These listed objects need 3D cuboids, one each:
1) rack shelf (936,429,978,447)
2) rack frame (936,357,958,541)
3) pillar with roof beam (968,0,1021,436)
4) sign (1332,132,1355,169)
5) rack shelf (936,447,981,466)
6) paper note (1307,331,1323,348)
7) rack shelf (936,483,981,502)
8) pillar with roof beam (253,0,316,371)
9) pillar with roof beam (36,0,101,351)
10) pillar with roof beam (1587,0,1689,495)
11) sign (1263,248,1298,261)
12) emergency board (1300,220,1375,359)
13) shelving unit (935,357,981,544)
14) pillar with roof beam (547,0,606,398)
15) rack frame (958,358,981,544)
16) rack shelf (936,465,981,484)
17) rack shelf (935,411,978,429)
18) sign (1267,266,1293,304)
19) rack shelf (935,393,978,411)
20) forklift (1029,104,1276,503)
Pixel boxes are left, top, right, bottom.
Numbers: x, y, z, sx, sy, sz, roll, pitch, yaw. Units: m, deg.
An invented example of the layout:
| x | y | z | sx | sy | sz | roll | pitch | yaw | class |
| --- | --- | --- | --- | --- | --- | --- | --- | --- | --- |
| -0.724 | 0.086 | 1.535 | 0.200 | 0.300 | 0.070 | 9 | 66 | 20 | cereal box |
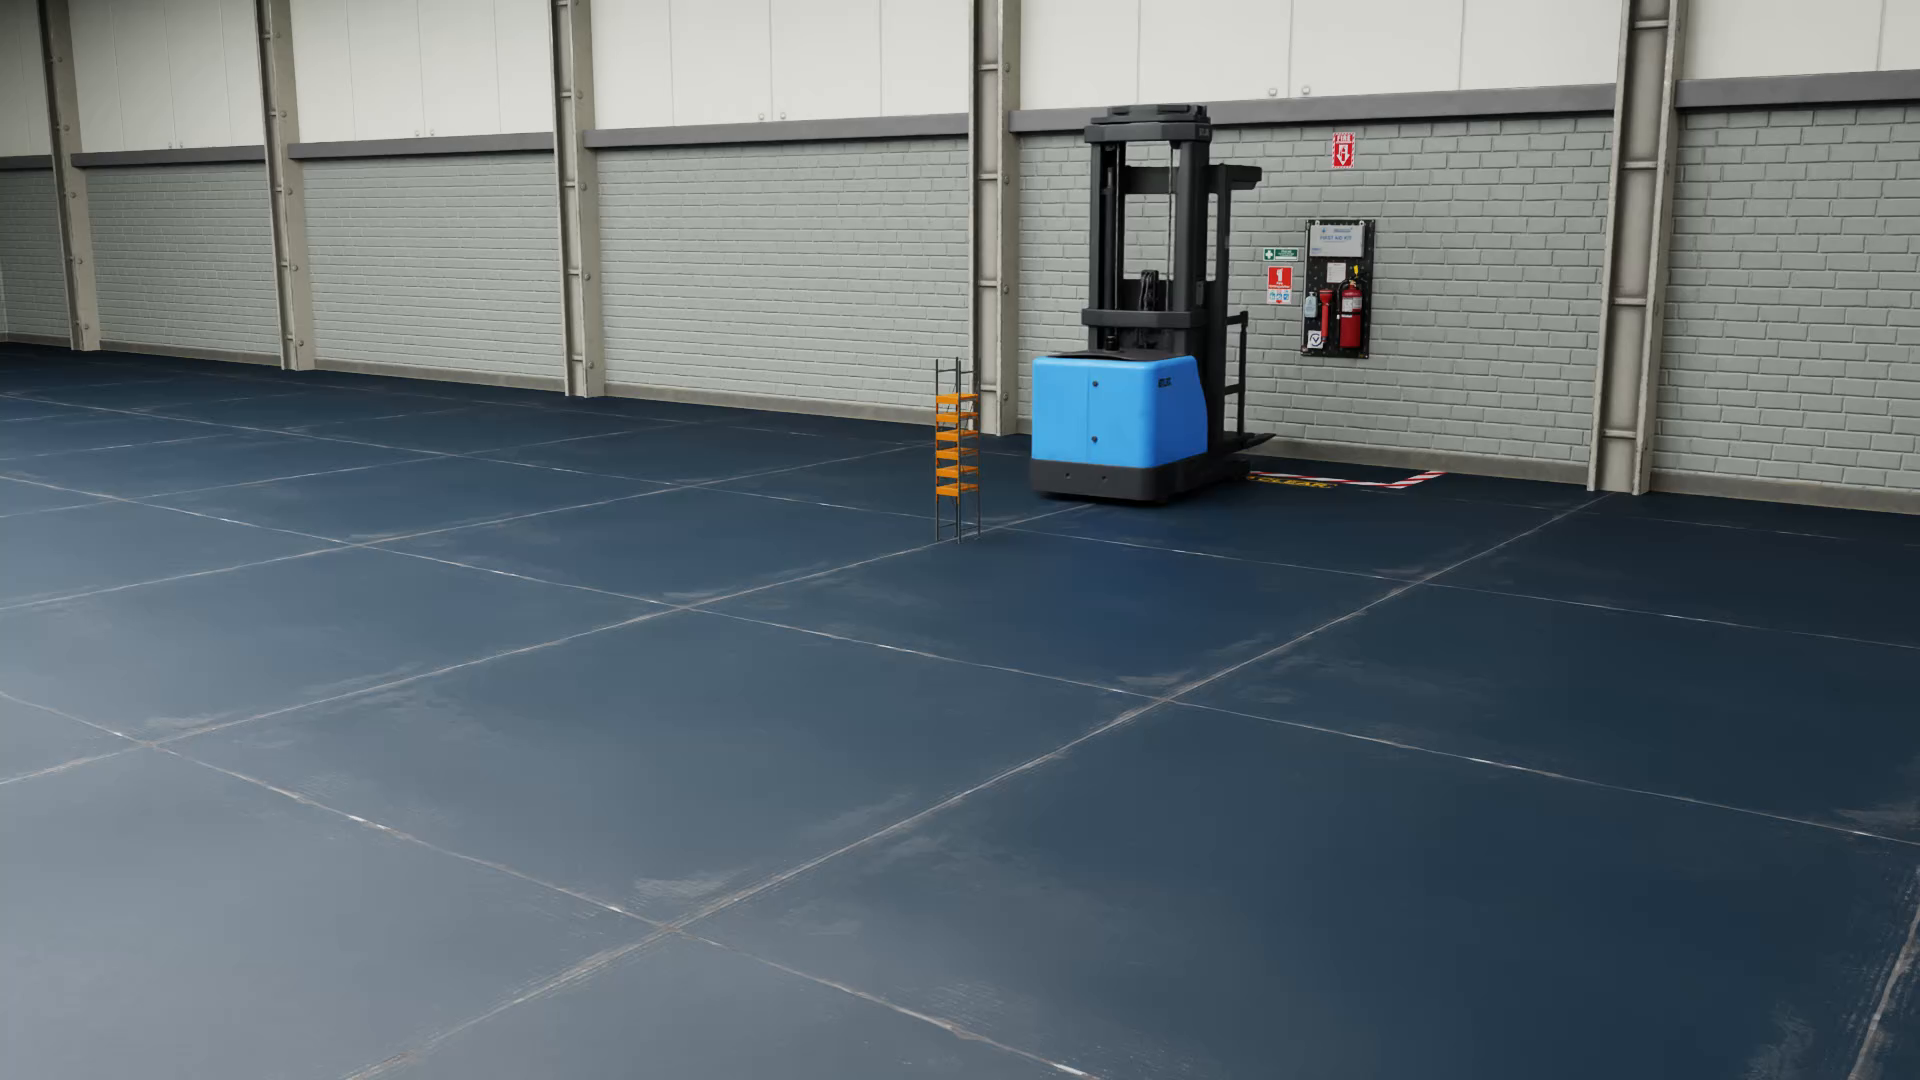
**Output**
| x | y | z | sx | sy | sz | roll | pitch | yaw | class |
| --- | --- | --- | --- | --- | --- | --- | --- | --- | --- |
| -0.012 | -0.665 | 10.910 | 0.180 | 0.103 | 0.258 | 8 | 13 | 36 | rack shelf |
| -0.085 | -0.601 | 10.977 | 0.006 | 1.200 | 0.240 | 8 | 13 | 36 | rack frame |
| -2.218 | -4.824 | 12.276 | 0.400 | 9.000 | 9.100 | 8 | 13 | 36 | pillar with roof beam |
| 3.249 | -3.302 | 14.095 | 0.199 | 0.298 | 0.001 | 8 | 13 | 36 | sign |
| -0.012 | -0.547 | 10.933 | 0.180 | 0.103 | 0.258 | 8 | 13 | 36 | rack shelf |
| 3.095 | -1.745 | 14.473 | 0.142 | 0.148 | 0.016 | 8 | 13 | 36 | paper note |
| -0.012 | -0.311 | 10.978 | 0.180 | 0.103 | 0.258 | 8 | 13 | 36 | rack shelf |
| -11.890 | -6.174 | 19.249 | 0.400 | 9.000 | 9.100 | 8 | 13 | 36 | pillar with roof beam |
| -16.726 | -6.848 | 22.736 | 0.400 | 9.000 | 9.100 | 8 | 13 | 36 | pillar with roof beam |
| 2.618 | -4.150 | 8.789 | 0.400 | 9.000 | 9.100 | 8 | 13 | 36 | pillar with roof beam |
| 2.811 | -2.501 | 14.571 | 0.331 | 0.109 | 0.001 | 8 | 13 | 36 | sign |
| 3.197 | -2.147 | 14.232 | 0.643 | 1.169 | 0.194 | 8 | 13 | 36 | emergency board |
| -0.012 | -0.591 | 10.924 | 0.189 | 1.200 | 0.258 | 8 | 13 | 36 | shelving unit |
| -7.054 | -5.499 | 15.762 | 0.400 | 9.000 | 9.100 | 8 | 13 | 36 | pillar with roof beam |
| 0.062 | -0.580 | 10.871 | 0.006 | 1.200 | 0.240 | 8 | 13 | 36 | rack frame |
| -0.012 | -0.429 | 10.955 | 0.180 | 0.103 | 0.258 | 8 | 13 | 36 | rack shelf |
| -0.012 | -0.783 | 10.887 | 0.180 | 0.103 | 0.258 | 8 | 13 | 36 | rack shelf |
| 2.812 | -2.243 | 14.631 | 0.234 | 0.329 | 0.001 | 8 | 13 | 36 | sign |
| -0.012 | -0.901 | 10.864 | 0.180 | 0.103 | 0.258 | 8 | 13 | 36 | rack shelf |
| 1.723 | -1.945 | 13.366 | 1.130 | 2.935 | 3.031 | 7 | 13 | 31 | forklift |
